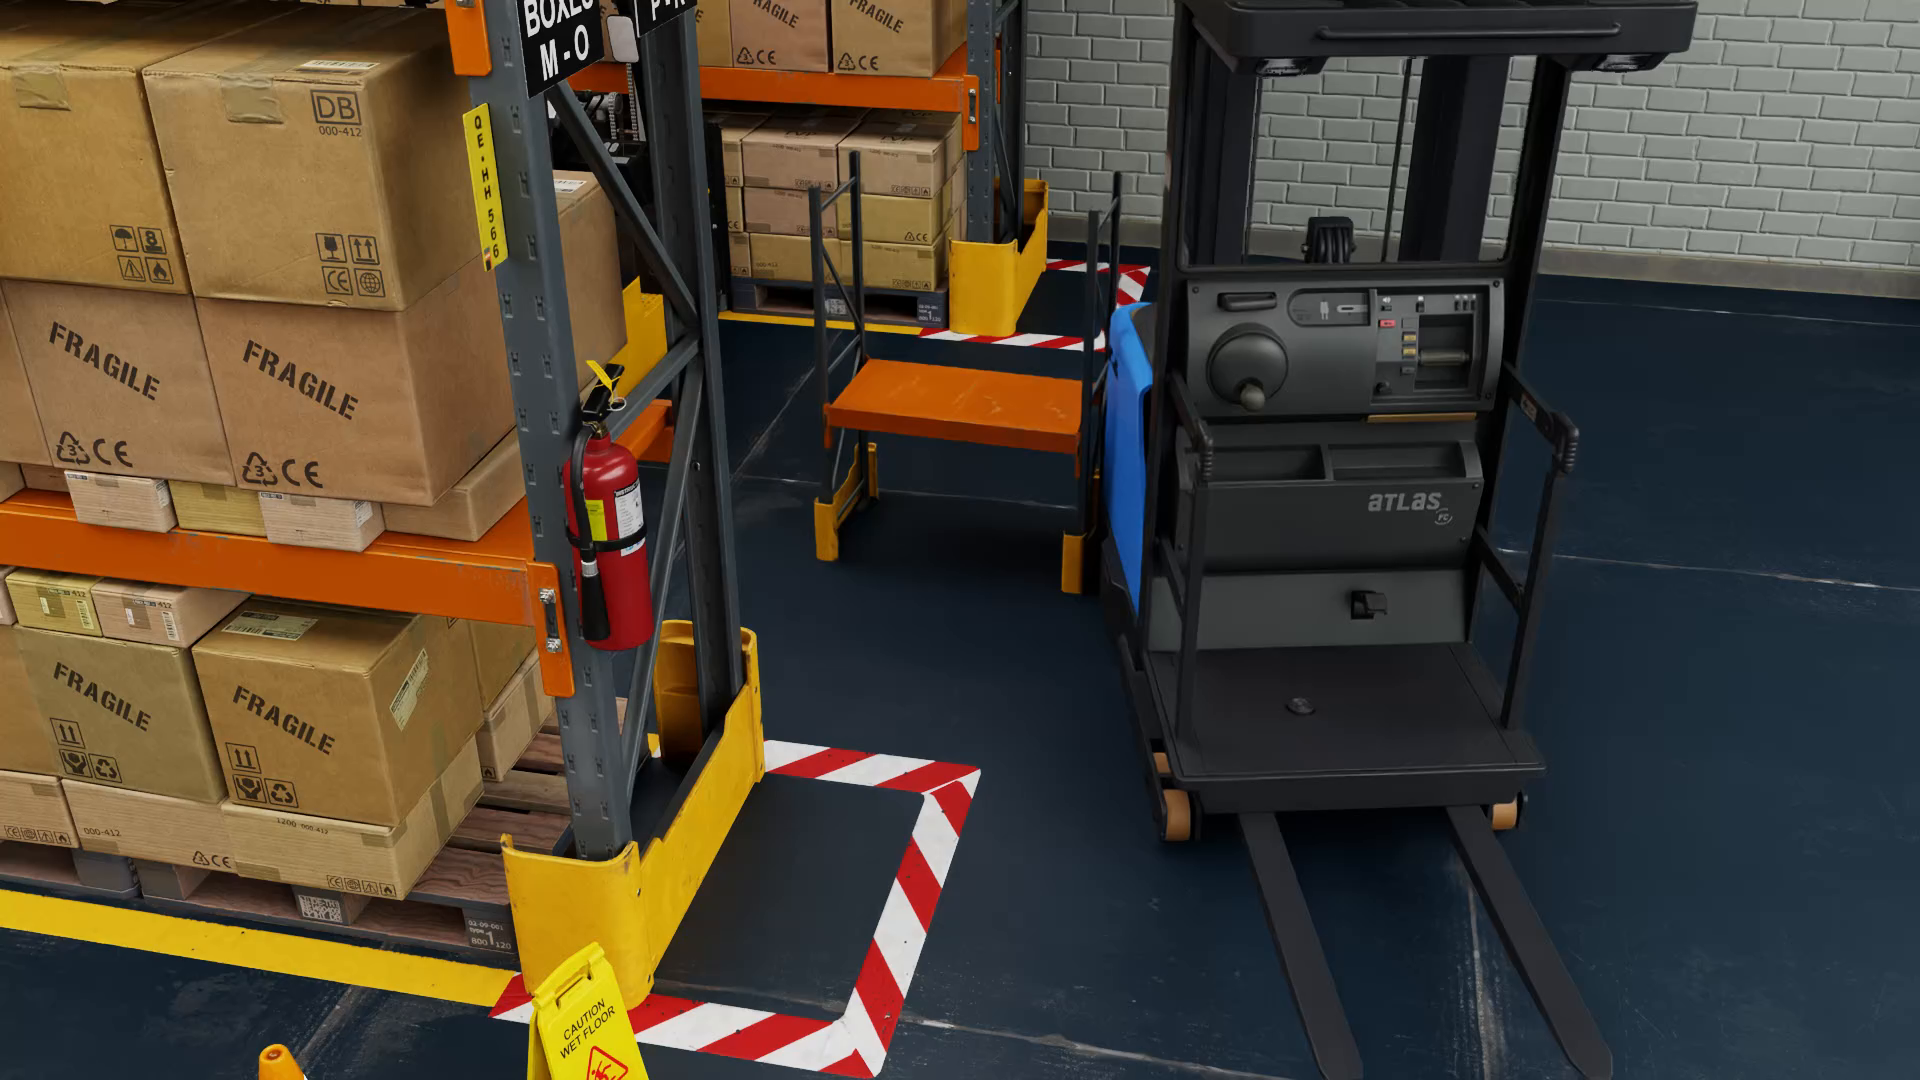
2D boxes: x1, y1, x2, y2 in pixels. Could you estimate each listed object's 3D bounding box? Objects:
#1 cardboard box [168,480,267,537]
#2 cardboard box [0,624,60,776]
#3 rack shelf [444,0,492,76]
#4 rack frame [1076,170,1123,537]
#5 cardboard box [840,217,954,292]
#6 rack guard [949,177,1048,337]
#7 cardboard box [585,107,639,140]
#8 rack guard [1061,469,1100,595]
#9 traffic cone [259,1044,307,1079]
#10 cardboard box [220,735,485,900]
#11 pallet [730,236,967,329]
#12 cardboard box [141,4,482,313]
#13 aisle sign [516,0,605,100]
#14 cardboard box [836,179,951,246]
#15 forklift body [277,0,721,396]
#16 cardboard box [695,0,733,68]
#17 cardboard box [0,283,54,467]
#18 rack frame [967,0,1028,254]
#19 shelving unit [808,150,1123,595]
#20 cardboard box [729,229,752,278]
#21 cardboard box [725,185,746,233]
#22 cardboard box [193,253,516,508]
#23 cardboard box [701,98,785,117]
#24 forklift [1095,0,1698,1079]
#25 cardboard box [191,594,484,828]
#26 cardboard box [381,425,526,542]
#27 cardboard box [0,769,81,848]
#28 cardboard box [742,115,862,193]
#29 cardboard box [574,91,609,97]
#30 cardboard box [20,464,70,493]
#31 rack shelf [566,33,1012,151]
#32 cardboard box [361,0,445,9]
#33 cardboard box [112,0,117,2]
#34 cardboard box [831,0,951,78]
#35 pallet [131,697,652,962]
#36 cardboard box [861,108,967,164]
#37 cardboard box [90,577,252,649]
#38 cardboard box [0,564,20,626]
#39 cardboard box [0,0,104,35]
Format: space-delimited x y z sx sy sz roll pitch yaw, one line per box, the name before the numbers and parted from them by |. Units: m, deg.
cardboard box | -1.763 -0.168 4.194 0.250 0.149 0.380 5 29 10
cardboard box | -2.676 0.299 4.726 0.500 0.500 0.500 5 29 9
rack shelf | -2.791 -1.533 4.051 4.000 0.370 1.077 6 29 11
rack frame | 0.520 -0.585 6.256 0.032 1.500 0.500 7 30 13
cardboard box | -0.328 -1.540 8.866 0.500 0.250 0.500 6 29 11
rack guard | 0.221 -1.564 9.087 0.348 0.500 1.175 6 29 11
cardboard box | -1.808 -2.128 8.899 0.500 0.250 0.500 5 29 10
rack guard | 0.501 -0.039 6.561 0.087 0.250 0.587 7 30 13
traffic cone | -1.525 1.344 3.814 0.334 0.463 0.336 6 29 11
cardboard box | -1.705 0.733 4.714 0.500 0.250 0.500 6 29 10
pallet | -0.559 -1.497 9.265 1.213 0.211 1.003 6 29 11
cardboard box | -1.380 -0.893 3.803 0.500 0.500 0.700 5 29 9
aisle sign | -0.835 -1.330 3.348 0.004 0.787 0.394 6 29 11
cardboard box | -0.343 -1.763 8.752 0.500 0.250 0.500 5 29 10
forklift body | -2.038 -1.624 7.477 1.214 2.155 2.313 6 29 11
cardboard box | -1.345 -2.741 8.529 0.500 0.500 0.500 5 29 10
cardboard box | -2.401 -0.535 4.191 0.500 0.500 0.500 6 29 10
rack frame | 0.198 -2.663 8.491 0.127 3.000 1.000 6 29 11
shelving unit | 0.021 -0.650 6.375 1.083 1.500 0.587 7 30 13
cardboard box | -1.299 -1.649 9.064 0.500 0.250 0.500 6 29 11
cardboard box | -1.341 -1.860 8.929 0.500 0.250 0.500 5 29 9
cardboard box | -1.423 -0.431 4.000 0.500 0.500 0.500 5 29 10
cardboard box | -1.209 -2.321 9.250 0.500 0.250 0.500 6 29 10
forklift | 1.135 -0.527 4.661 1.130 2.935 3.031 -2 29 -3
cardboard box | -1.673 0.403 4.535 0.500 0.500 0.500 6 29 11
cardboard box | -1.245 -0.159 4.178 0.250 0.149 0.380 7 29 12
cardboard box | -2.700 0.630 4.902 0.500 0.250 0.500 5 29 9
cardboard box | -0.818 -2.028 8.716 0.500 0.250 0.500 6 29 11
cardboard box | -2.202 -2.422 9.435 0.500 0.250 0.500 6 29 11
cardboard box | -2.242 -0.271 4.383 0.250 0.149 0.380 6 29 11
rack shelf | -1.758 -2.548 9.030 4.000 0.370 1.077 6 29 11
cardboard box | -2.822 -2.897 8.813 0.500 0.500 0.500 6 29 11
cardboard box | -4.261 -2.926 9.128 0.500 0.250 0.500 7 29 12
cardboard box | -0.338 -2.633 8.332 0.500 0.500 0.500 5 29 9
pallet | -1.696 0.786 5.095 1.213 0.211 1.003 6 29 11
cardboard box | -0.233 -2.217 9.061 0.500 0.250 0.500 5 29 10
cardboard box | -2.046 0.113 4.389 0.250 0.149 0.380 7 29 12
cardboard box | -2.548 0.059 4.487 0.250 0.149 0.380 7 29 13
cardboard box | -2.394 -0.951 3.908 0.500 0.500 0.700 6 29 10
